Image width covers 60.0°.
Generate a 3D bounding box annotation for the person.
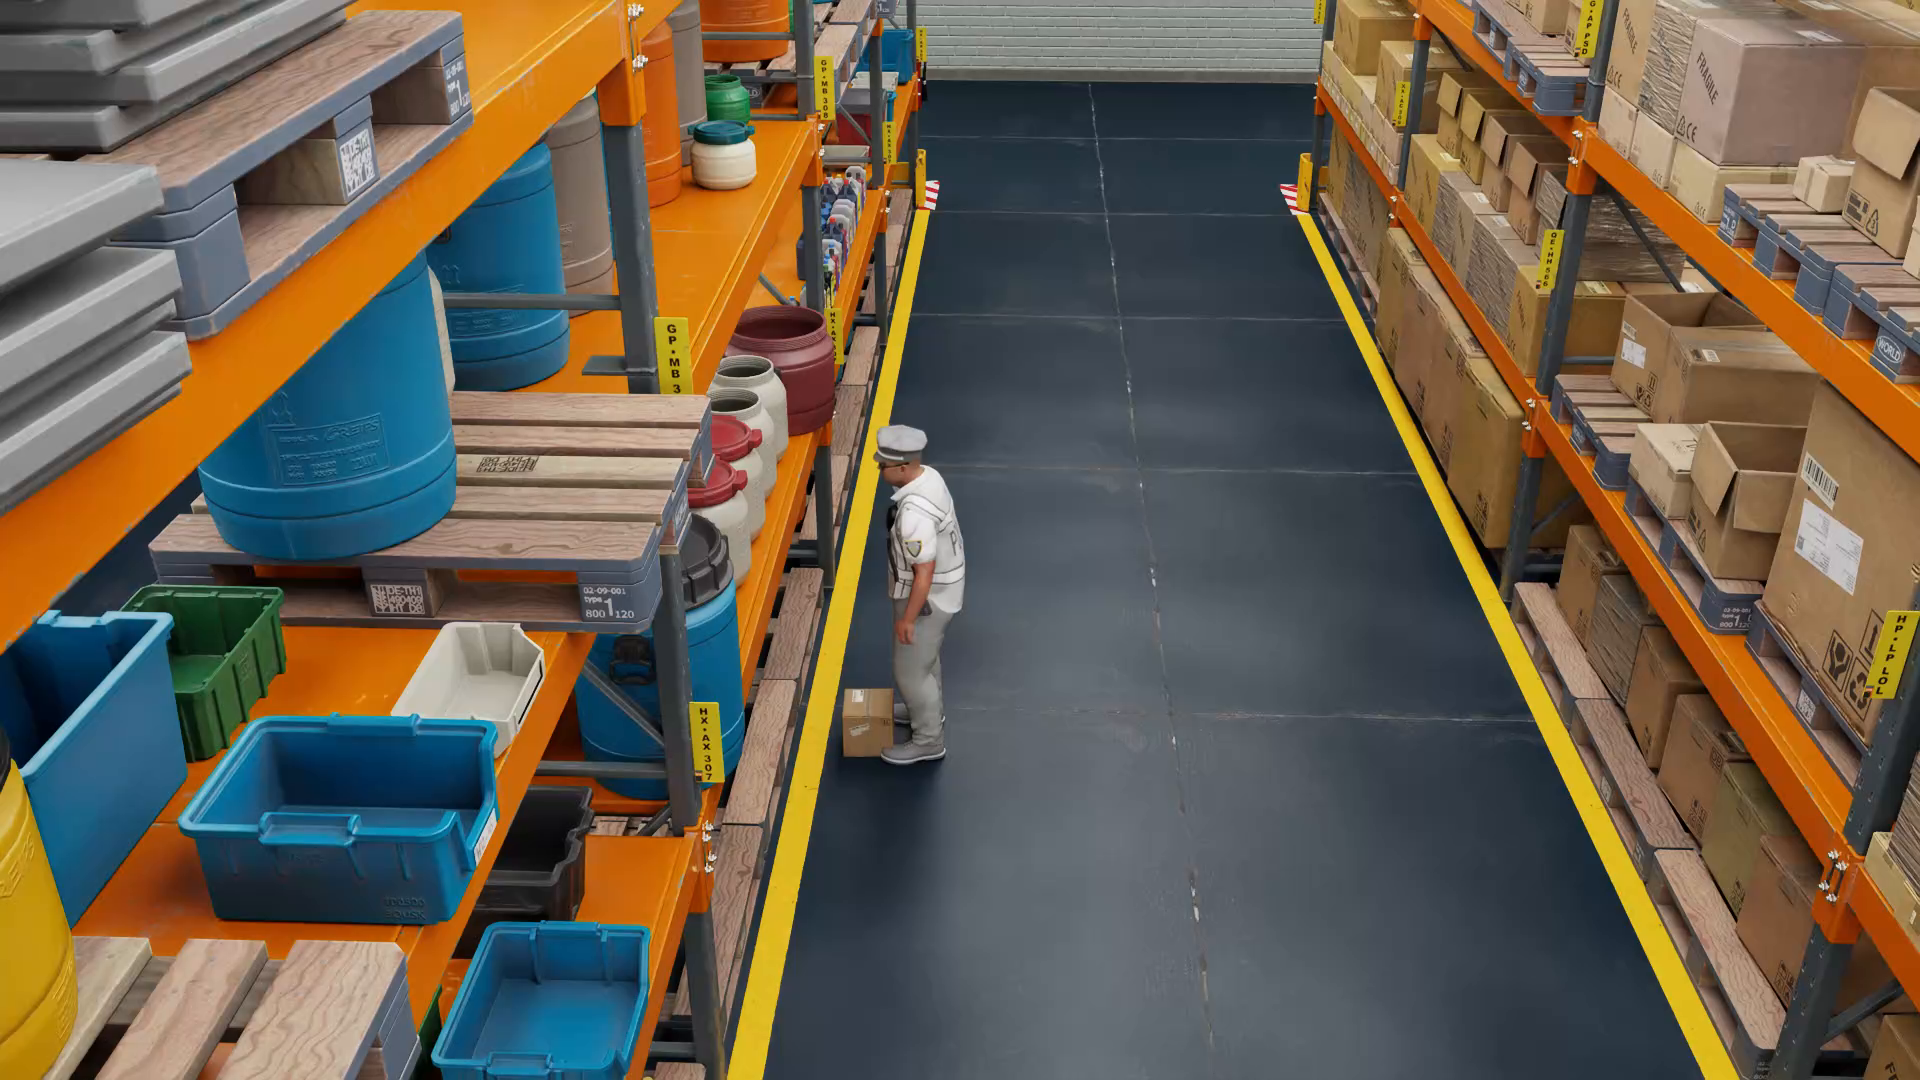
[{"bbox_3d":[-0.191,0.263,8.113,0.432,1.748,0.585,1,28,2],"label":"person"}]
